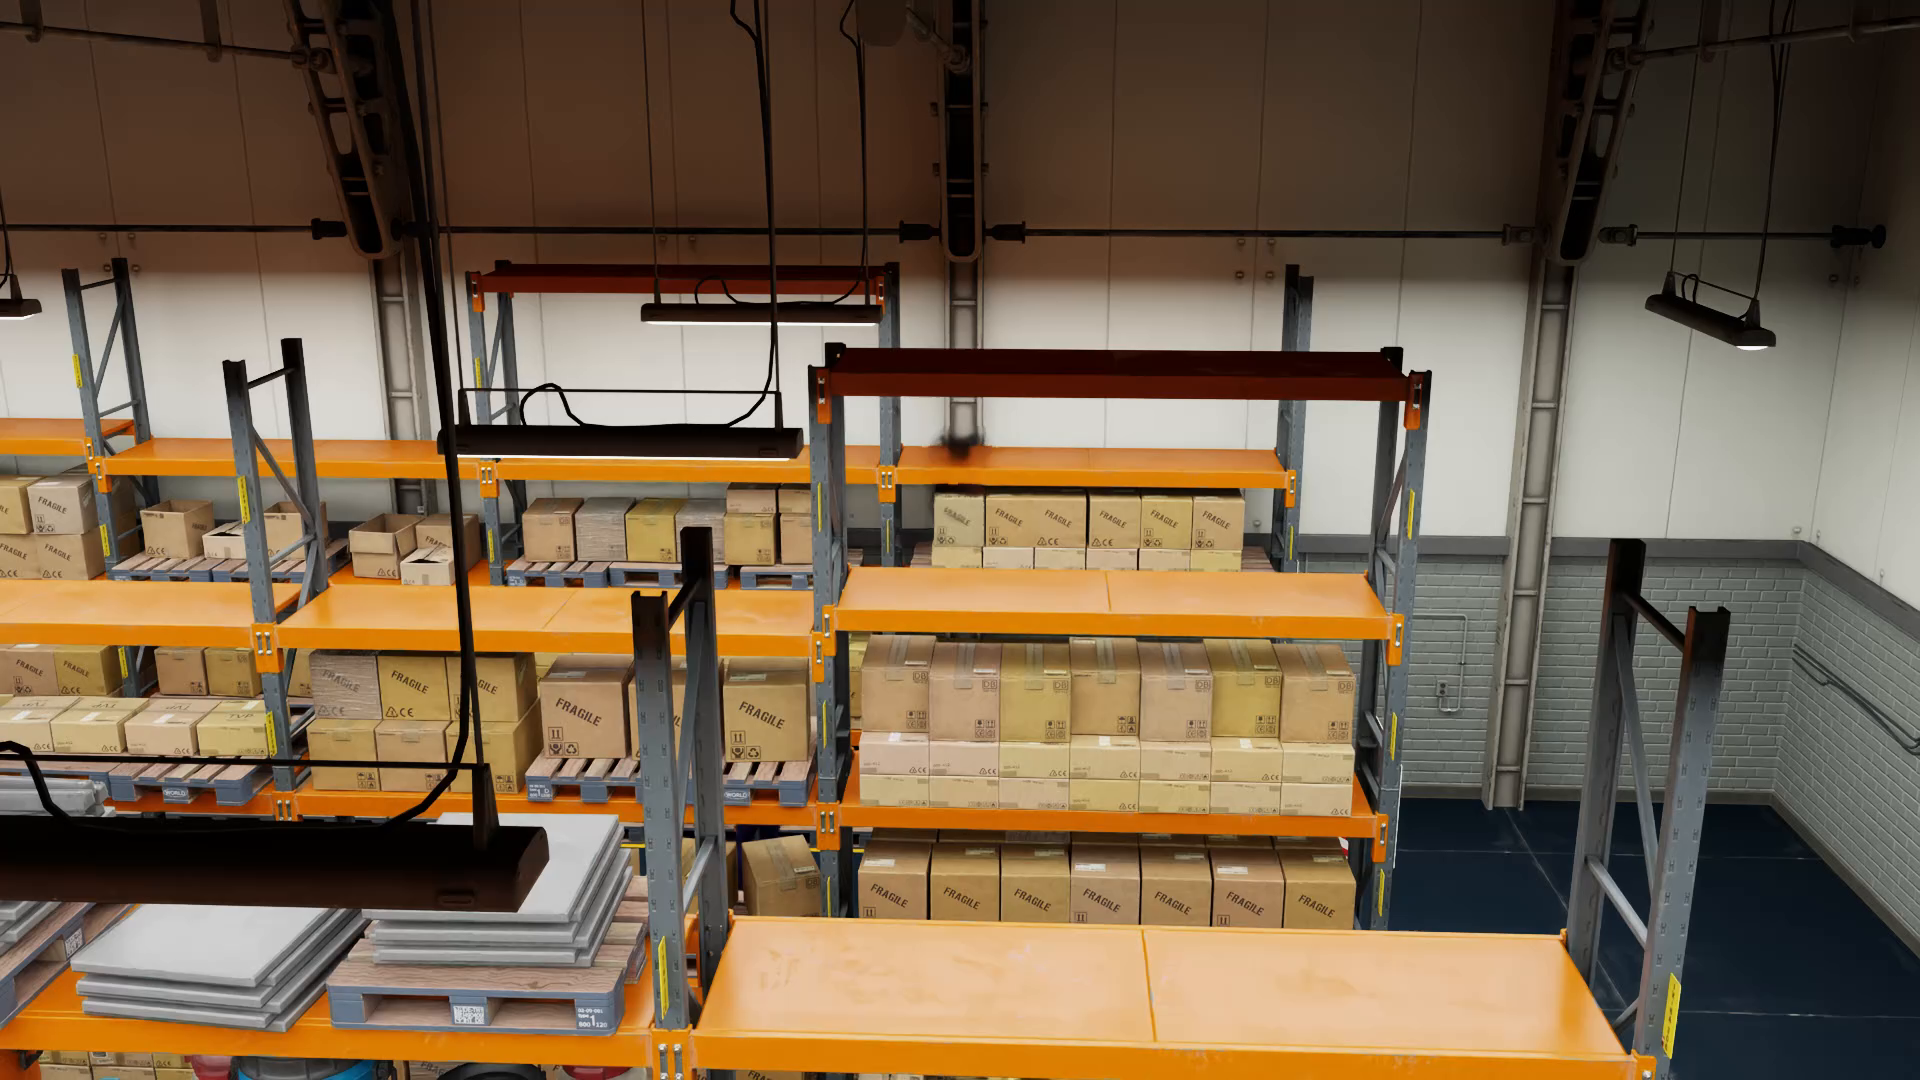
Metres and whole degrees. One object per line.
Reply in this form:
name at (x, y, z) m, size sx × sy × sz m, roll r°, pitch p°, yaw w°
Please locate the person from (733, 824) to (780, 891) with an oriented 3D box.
person at (-2.011, 2.749, 16.280) m, size 0.625 × 1.656 × 0.397 m, roll -2°, pitch 16°, yaw -7°
